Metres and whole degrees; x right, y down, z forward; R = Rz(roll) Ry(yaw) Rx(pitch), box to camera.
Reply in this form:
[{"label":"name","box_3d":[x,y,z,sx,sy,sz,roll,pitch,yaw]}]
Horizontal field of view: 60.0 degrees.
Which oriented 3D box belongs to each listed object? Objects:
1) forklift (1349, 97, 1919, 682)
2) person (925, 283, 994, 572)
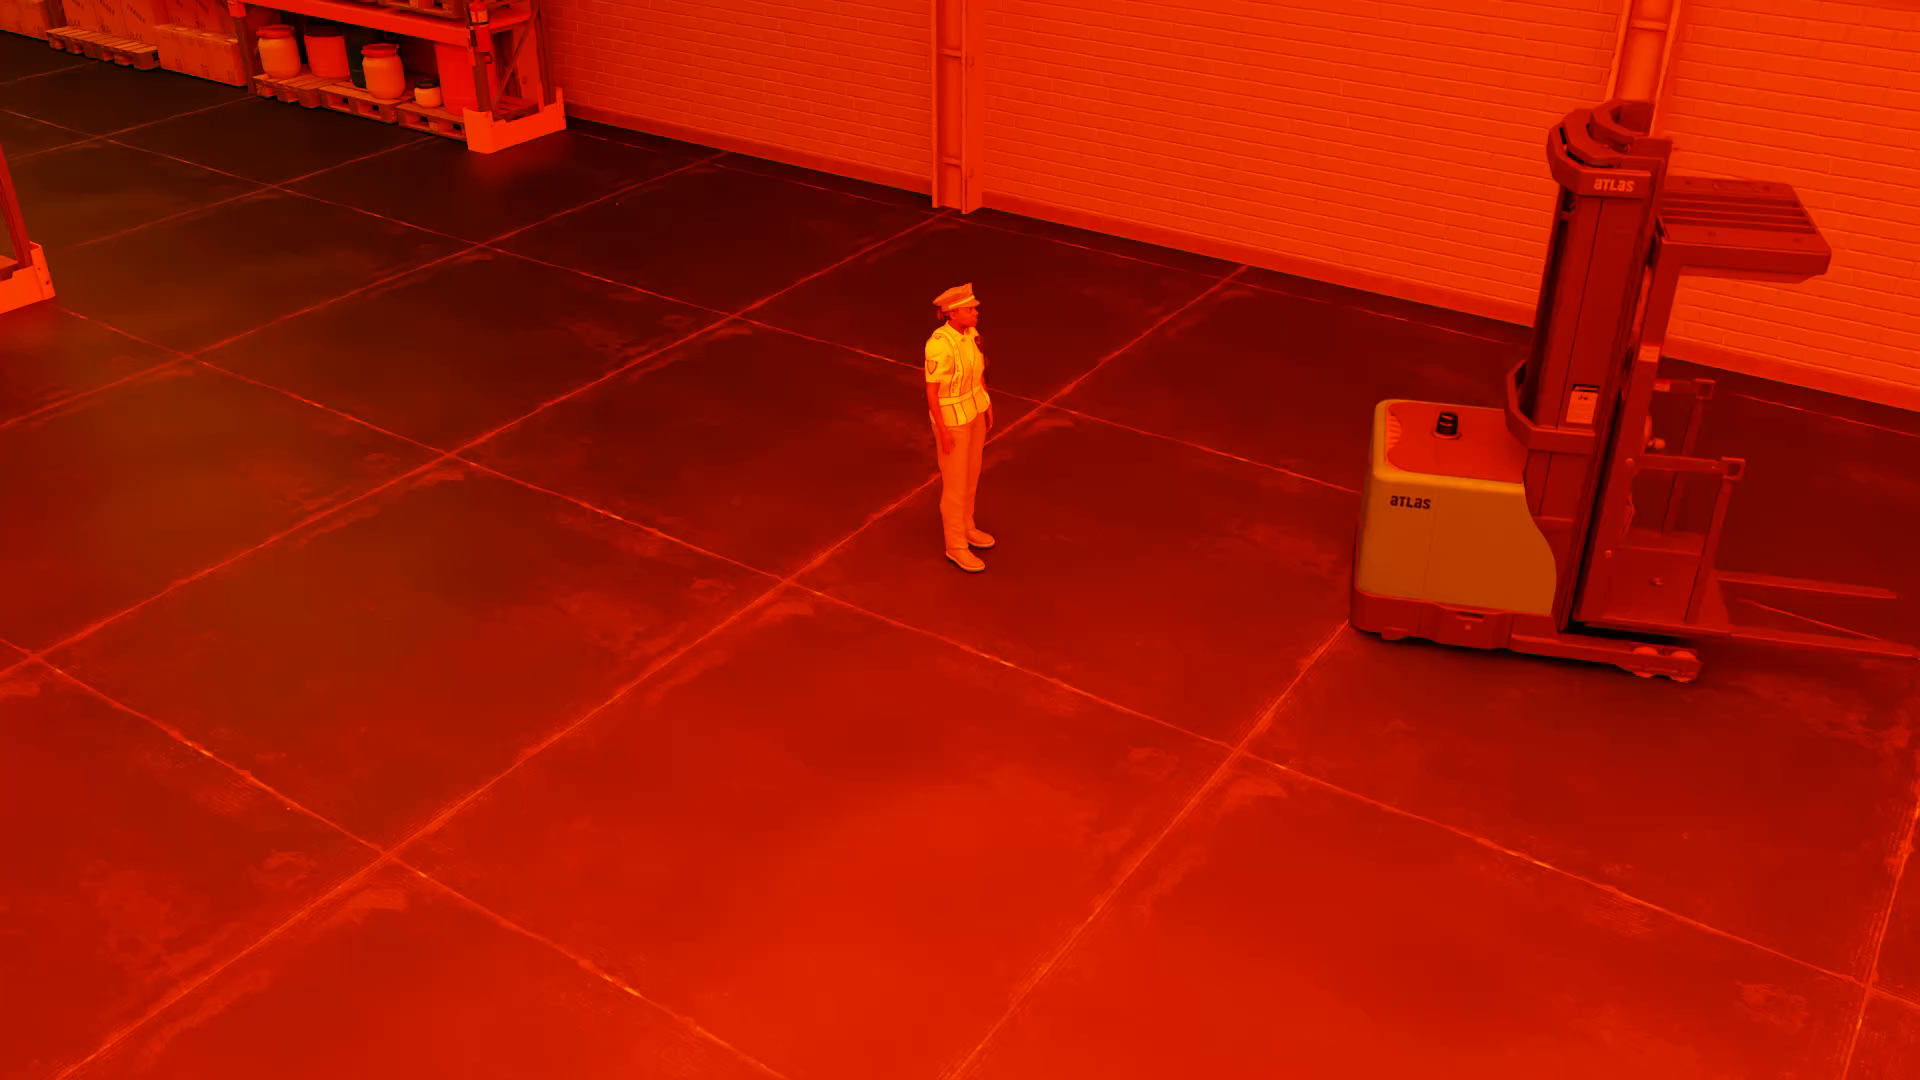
[{"label":"forklift","box_3d":[3.812,-0.781,8.926,3.031,2.935,1.130,7,31,11]},{"label":"person","box_3d":[0.052,-0.710,10.020,0.528,1.697,0.570,19,35,29]}]
